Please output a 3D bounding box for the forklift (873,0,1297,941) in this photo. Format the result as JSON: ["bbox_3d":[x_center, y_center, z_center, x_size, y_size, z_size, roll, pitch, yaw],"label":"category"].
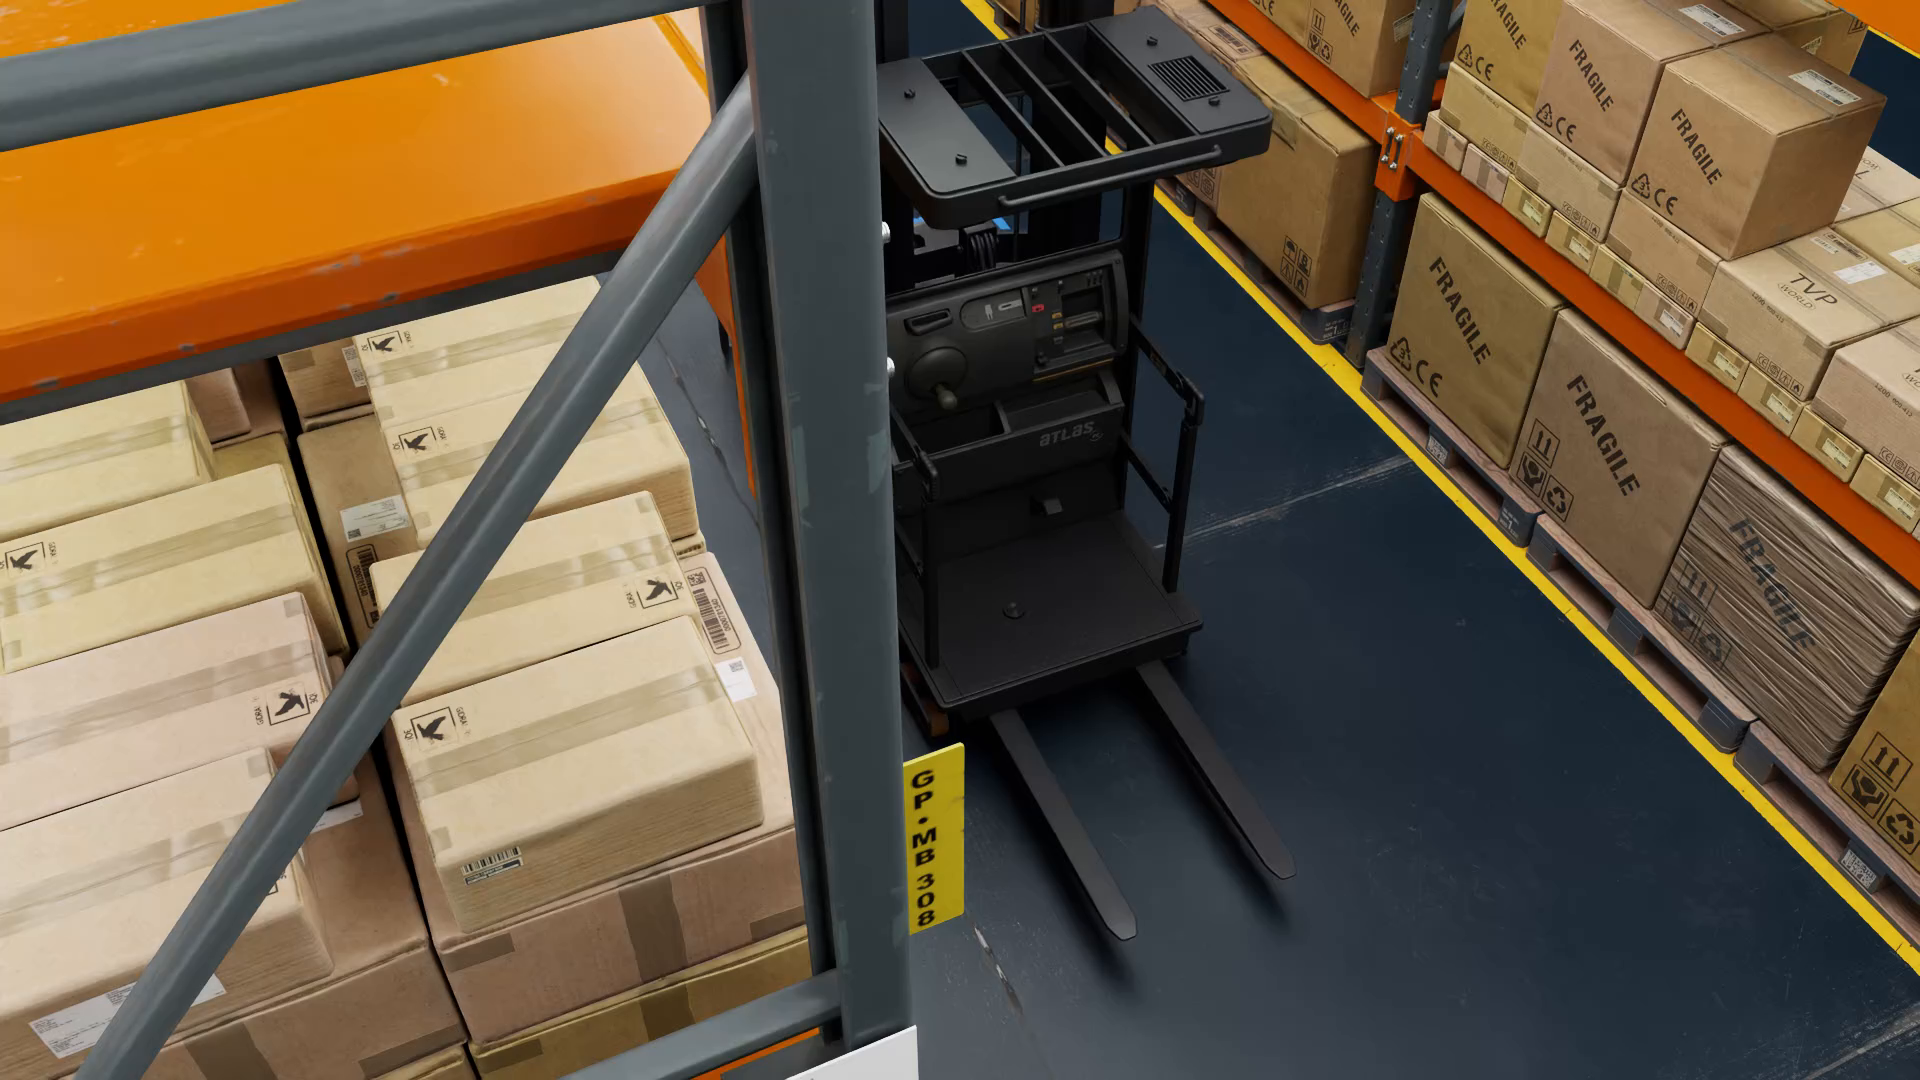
[{"bbox_3d":[0.247,-0.636,5.677,1.130,2.935,3.031,-17,47,-16],"label":"forklift"}]

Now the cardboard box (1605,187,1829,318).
[{"bbox_3d":[2.714,-1.092,5.985,0.500,0.250,0.500,-17,47,-16],"label":"cardboard box"}]

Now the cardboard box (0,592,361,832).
[{"bbox_3d":[-0.975,0.247,2.064,0.380,0.149,0.250,-17,47,-17],"label":"cardboard box"}]

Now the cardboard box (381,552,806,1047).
[{"bbox_3d":[-0.487,0.331,2.263,0.500,0.250,0.500,-17,47,-17],"label":"cardboard box"}]

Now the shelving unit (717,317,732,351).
[{"bbox_3d":[-0.780,-1.324,7.393,0.431,1.500,0.755,-26,50,-24],"label":"shelving unit"}]

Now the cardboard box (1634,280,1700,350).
[{"bbox_3d":[2.695,-0.861,6.035,0.380,0.149,0.250,-18,47,-17],"label":"cardboard box"}]

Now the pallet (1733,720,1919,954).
[{"bbox_3d":[3.601,0.992,5.963,1.003,0.211,1.213,-18,47,-17],"label":"pallet"}]

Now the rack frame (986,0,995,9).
[{"bbox_3d":[0.645,-4.612,9.657,1.000,3.000,0.127,-18,47,-17],"label":"rack frame"}]

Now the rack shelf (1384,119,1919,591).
[{"bbox_3d":[3.168,-0.532,6.035,1.077,0.370,4.000,-18,47,-17],"label":"rack shelf"}]

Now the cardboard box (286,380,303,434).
[{"bbox_3d":[-0.937,-0.151,3.107,0.500,0.250,0.500,-19,48,-19],"label":"cardboard box"}]

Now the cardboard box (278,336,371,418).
[{"bbox_3d":[-0.908,-0.372,2.691,0.380,0.149,0.250,-17,47,-16],"label":"cardboard box"}]

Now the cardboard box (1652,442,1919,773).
[{"bbox_3d":[3.284,0.129,6.067,0.875,0.875,0.875,-18,47,-17],"label":"cardboard box"}]

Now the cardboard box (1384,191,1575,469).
[{"bbox_3d":[2.532,-1.012,7.223,0.875,0.875,0.875,-18,47,-17],"label":"cardboard box"}]

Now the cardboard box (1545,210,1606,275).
[{"bbox_3d":[2.483,-1.185,6.363,0.380,0.149,0.250,-19,48,-18],"label":"cardboard box"}]

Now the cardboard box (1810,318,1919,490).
[{"bbox_3d":[3.137,-0.445,5.329,0.500,0.250,0.500,-20,48,-19],"label":"cardboard box"}]

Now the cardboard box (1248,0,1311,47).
[{"bbox_3d":[1.681,-2.633,7.581,0.500,0.500,0.500,-17,47,-16],"label":"cardboard box"}]

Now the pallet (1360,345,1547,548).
[{"bbox_3d":[2.576,-0.563,7.539,1.003,0.211,1.213,-18,47,-17],"label":"pallet"}]

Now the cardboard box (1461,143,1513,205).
[{"bbox_3d":[2.260,-1.520,6.702,0.380,0.149,0.250,-20,48,-19],"label":"cardboard box"}]

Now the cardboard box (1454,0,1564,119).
[{"bbox_3d":[2.296,-2.002,6.373,0.500,0.500,0.500,-18,47,-17],"label":"cardboard box"}]

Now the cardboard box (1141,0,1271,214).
[{"bbox_3d":[1.663,-2.427,8.657,1.225,0.875,0.875,-20,48,-19],"label":"cardboard box"}]

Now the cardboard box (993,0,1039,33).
[{"bbox_3d":[0.916,-3.559,9.804,1.225,0.875,0.875,-20,48,-19],"label":"cardboard box"}]

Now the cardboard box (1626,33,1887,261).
[{"bbox_3d":[2.719,-1.355,5.718,0.500,0.500,0.500,-19,48,-19],"label":"cardboard box"}]

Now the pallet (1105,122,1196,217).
[{"bbox_3d":[1.417,-2.319,9.318,1.003,0.211,1.213,-18,47,-17],"label":"pallet"}]

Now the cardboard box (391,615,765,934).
[{"bbox_3d":[-0.464,0.278,2.032,0.380,0.149,0.250,-18,48,-18],"label":"cardboard box"}]

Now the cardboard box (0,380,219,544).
[{"bbox_3d":[-1.273,-0.059,2.374,0.380,0.149,0.250,-17,47,-17],"label":"cardboard box"}]

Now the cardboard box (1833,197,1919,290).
[{"bbox_3d":[3.395,-0.934,5.824,0.500,0.250,0.500,-19,48,-18],"label":"cardboard box"}]

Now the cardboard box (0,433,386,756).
[{"bbox_3d":[-1.175,0.150,2.446,0.500,0.250,0.500,-19,48,-18],"label":"cardboard box"}]

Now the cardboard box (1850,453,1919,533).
[{"bbox_3d":[3.129,-0.205,5.370,0.380,0.149,0.250,-19,48,-18],"label":"cardboard box"}]

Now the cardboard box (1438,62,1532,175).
[{"bbox_3d":[2.287,-1.739,6.640,0.500,0.250,0.500,-19,48,-18],"label":"cardboard box"}]

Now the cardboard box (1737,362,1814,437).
[{"bbox_3d":[2.918,-0.529,5.698,0.380,0.149,0.250,-17,47,-17],"label":"cardboard box"}]

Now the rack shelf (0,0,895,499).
[{"bbox_3d":[-1.375,-1.266,2.510,1.077,0.370,4.000,-18,47,-17],"label":"rack shelf"}]

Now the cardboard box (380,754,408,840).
[{"bbox_3d":[-1.186,0.337,2.613,0.500,0.250,0.500,-18,47,-17],"label":"cardboard box"}]

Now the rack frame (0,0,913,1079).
[{"bbox_3d":[-0.534,-0.249,0.964,1.000,3.000,0.127,-18,47,-17],"label":"rack frame"}]

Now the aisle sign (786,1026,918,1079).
[{"bbox_3d":[-0.231,0.919,2.201,0.394,0.787,0.004,-18,47,-17],"label":"aisle sign"}]

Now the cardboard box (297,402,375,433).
[{"bbox_3d":[-0.905,-0.320,2.923,0.500,0.250,0.500,-17,47,-17],"label":"cardboard box"}]

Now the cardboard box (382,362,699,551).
[{"bbox_3d":[-0.602,-0.084,2.399,0.380,0.149,0.250,-18,47,-17],"label":"cardboard box"}]
